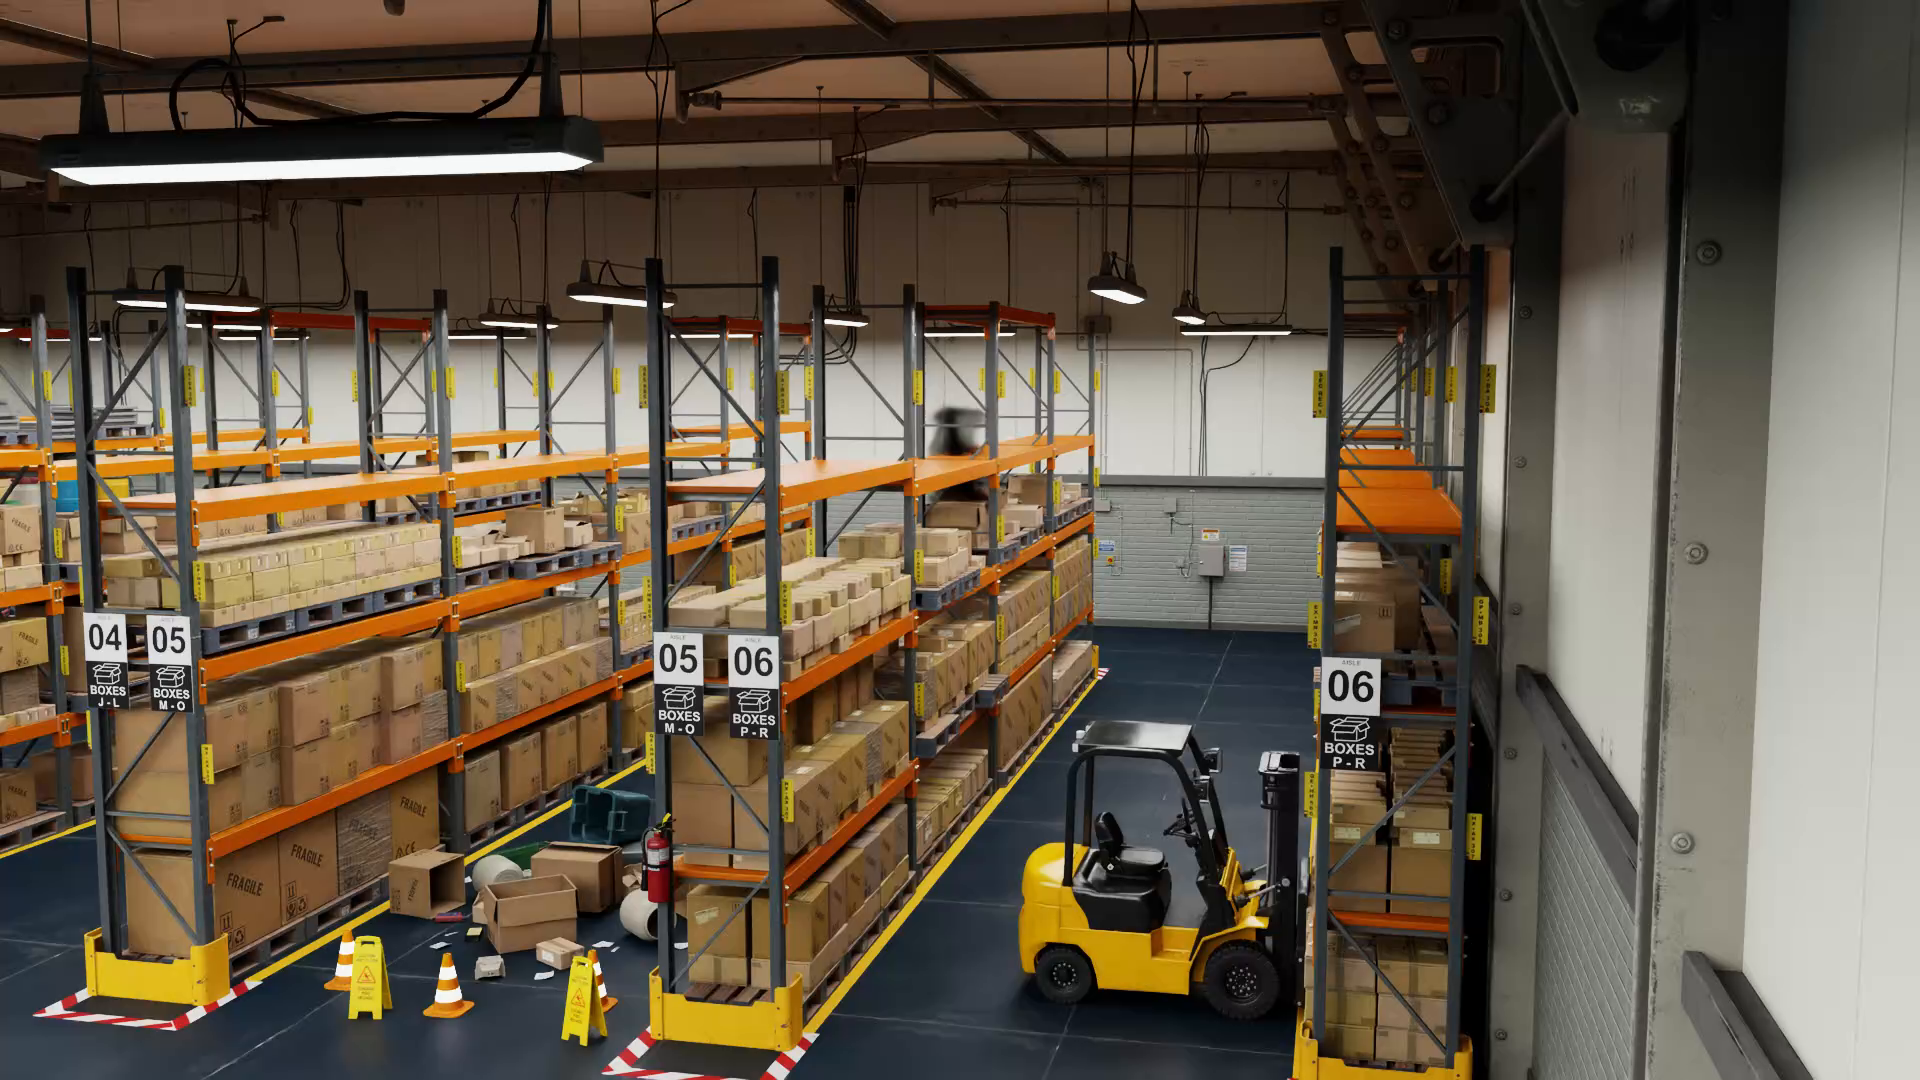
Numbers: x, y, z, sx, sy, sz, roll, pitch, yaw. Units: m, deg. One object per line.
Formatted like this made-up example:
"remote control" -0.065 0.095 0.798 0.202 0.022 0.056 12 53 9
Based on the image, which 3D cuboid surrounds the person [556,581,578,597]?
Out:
"person" -7.489 1.156 31.577 0.681 1.735 0.582 5 8 43
